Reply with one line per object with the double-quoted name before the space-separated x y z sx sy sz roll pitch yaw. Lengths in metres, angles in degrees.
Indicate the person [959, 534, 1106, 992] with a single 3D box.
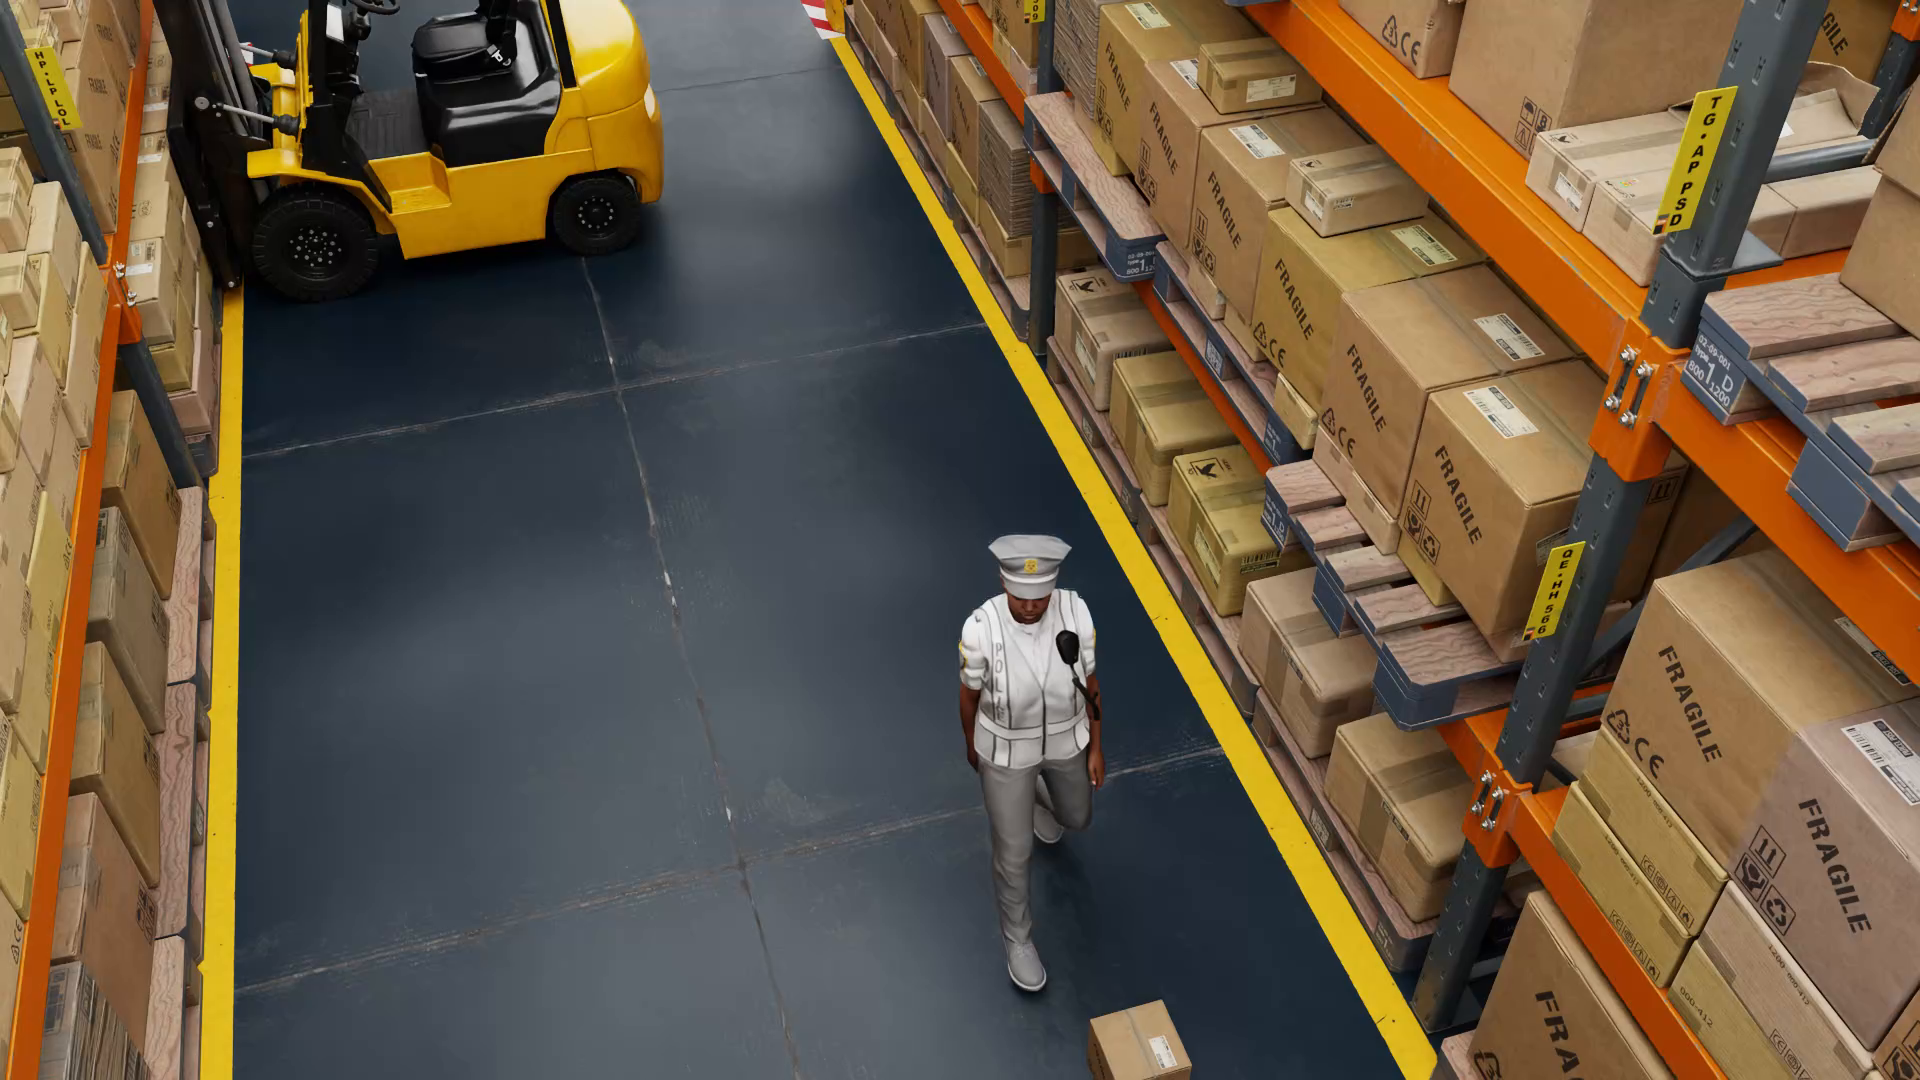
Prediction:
"person" 0.241 0.658 5.403 0.448 1.658 0.810 -11 44 -12
